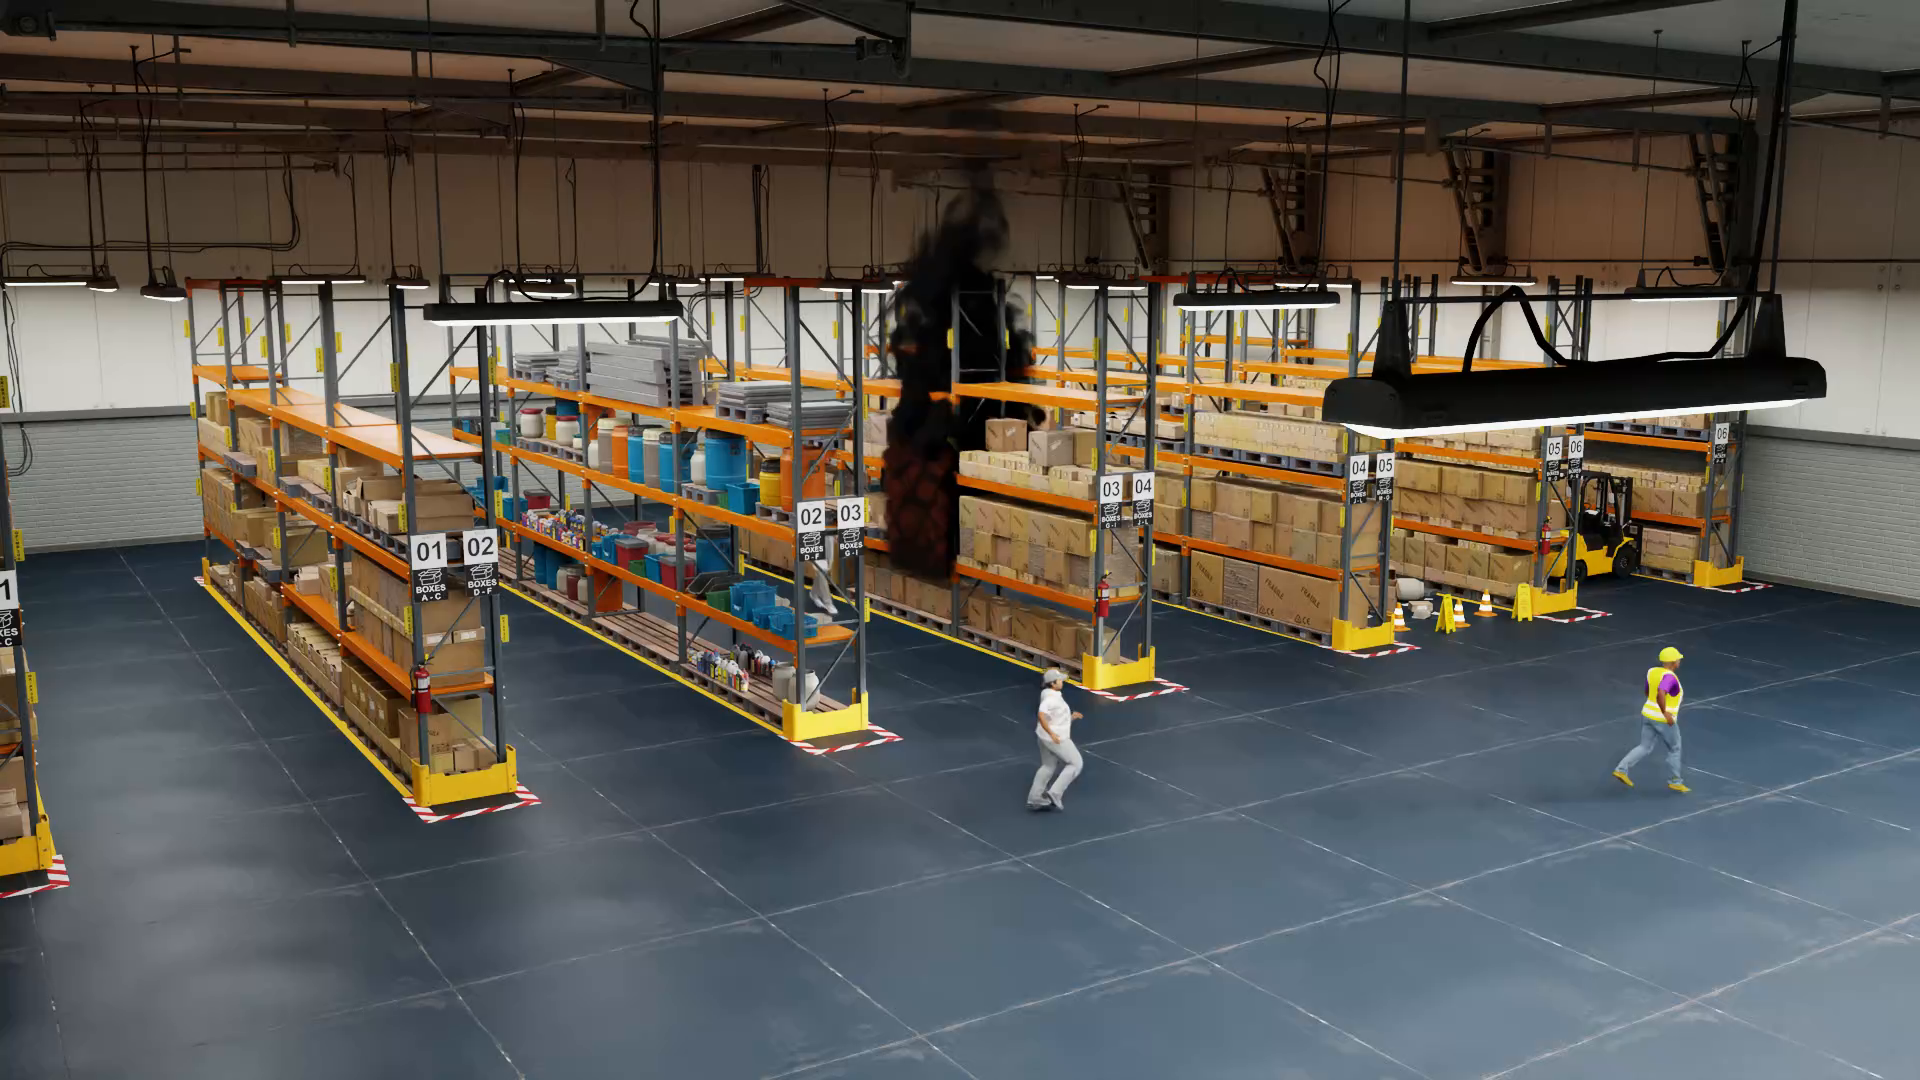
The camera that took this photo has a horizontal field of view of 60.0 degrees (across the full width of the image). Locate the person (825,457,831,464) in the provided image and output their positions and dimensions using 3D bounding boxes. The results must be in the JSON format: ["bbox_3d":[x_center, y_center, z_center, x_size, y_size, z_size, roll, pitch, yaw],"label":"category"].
[{"bbox_3d":[-3.192,-1.149,39.582,0.656,1.801,0.699,-1,10,-4],"label":"person"}]

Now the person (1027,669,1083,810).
[{"bbox_3d":[1.116,2.317,19.297,0.660,1.650,0.578,-2,10,-13],"label":"person"}]

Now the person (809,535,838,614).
[{"bbox_3d":[-2.376,0.315,28.889,0.687,1.821,0.925,-9,13,-43],"label":"person"}]

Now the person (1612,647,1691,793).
[{"bbox_3d":[8.323,2.159,19.871,0.971,1.779,0.646,-2,10,-12],"label":"person"}]
